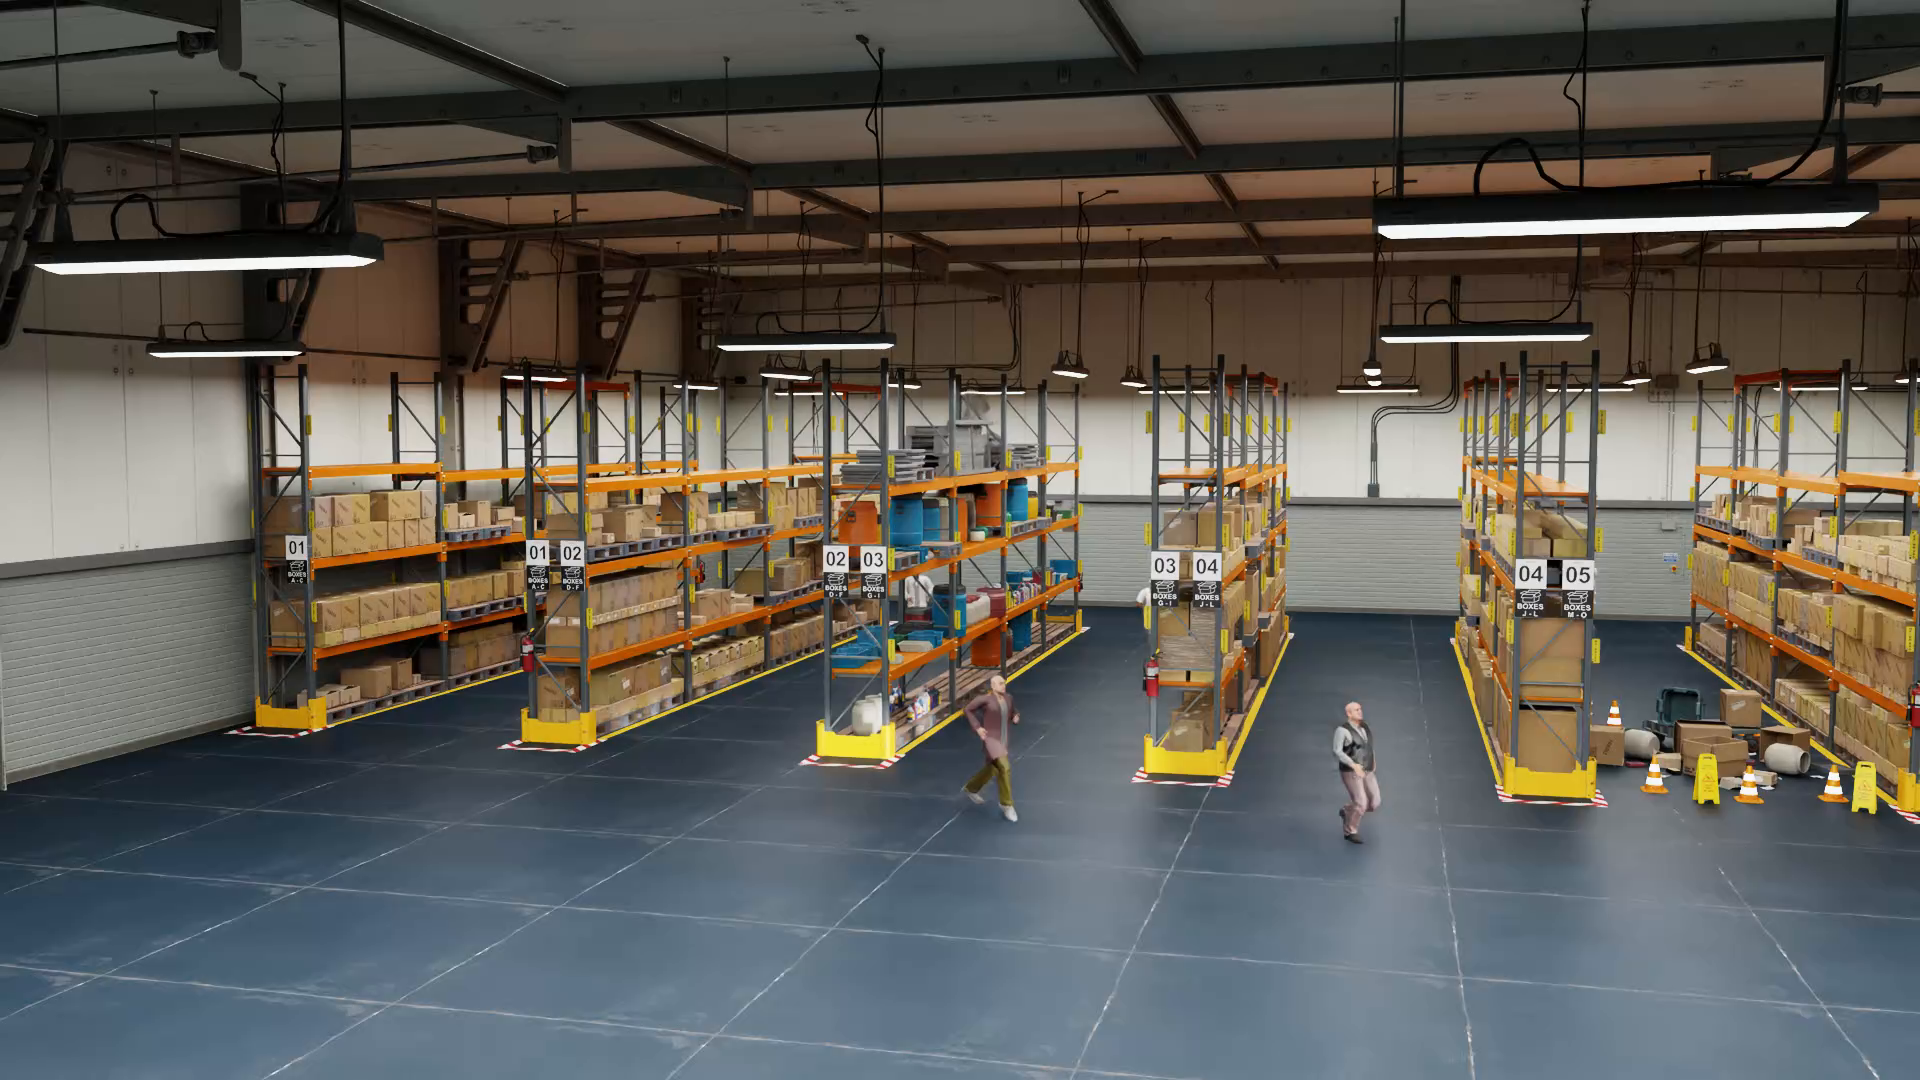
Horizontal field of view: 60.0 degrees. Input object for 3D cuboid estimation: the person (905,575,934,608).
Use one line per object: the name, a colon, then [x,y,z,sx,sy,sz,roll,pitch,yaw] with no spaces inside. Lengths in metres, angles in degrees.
person: [-1.006,1.564,38.967,0.754,1.527,0.530,0,4,6]

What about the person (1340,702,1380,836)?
person: [4.794,2.760,20.003,0.569,1.624,0.491,-3,5,-36]

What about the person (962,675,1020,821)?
person: [0.426,2.652,21.476,1.029,1.843,0.636,3,5,39]

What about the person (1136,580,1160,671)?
person: [3.798,1.627,32.683,0.676,1.831,0.747,1,4,14]
